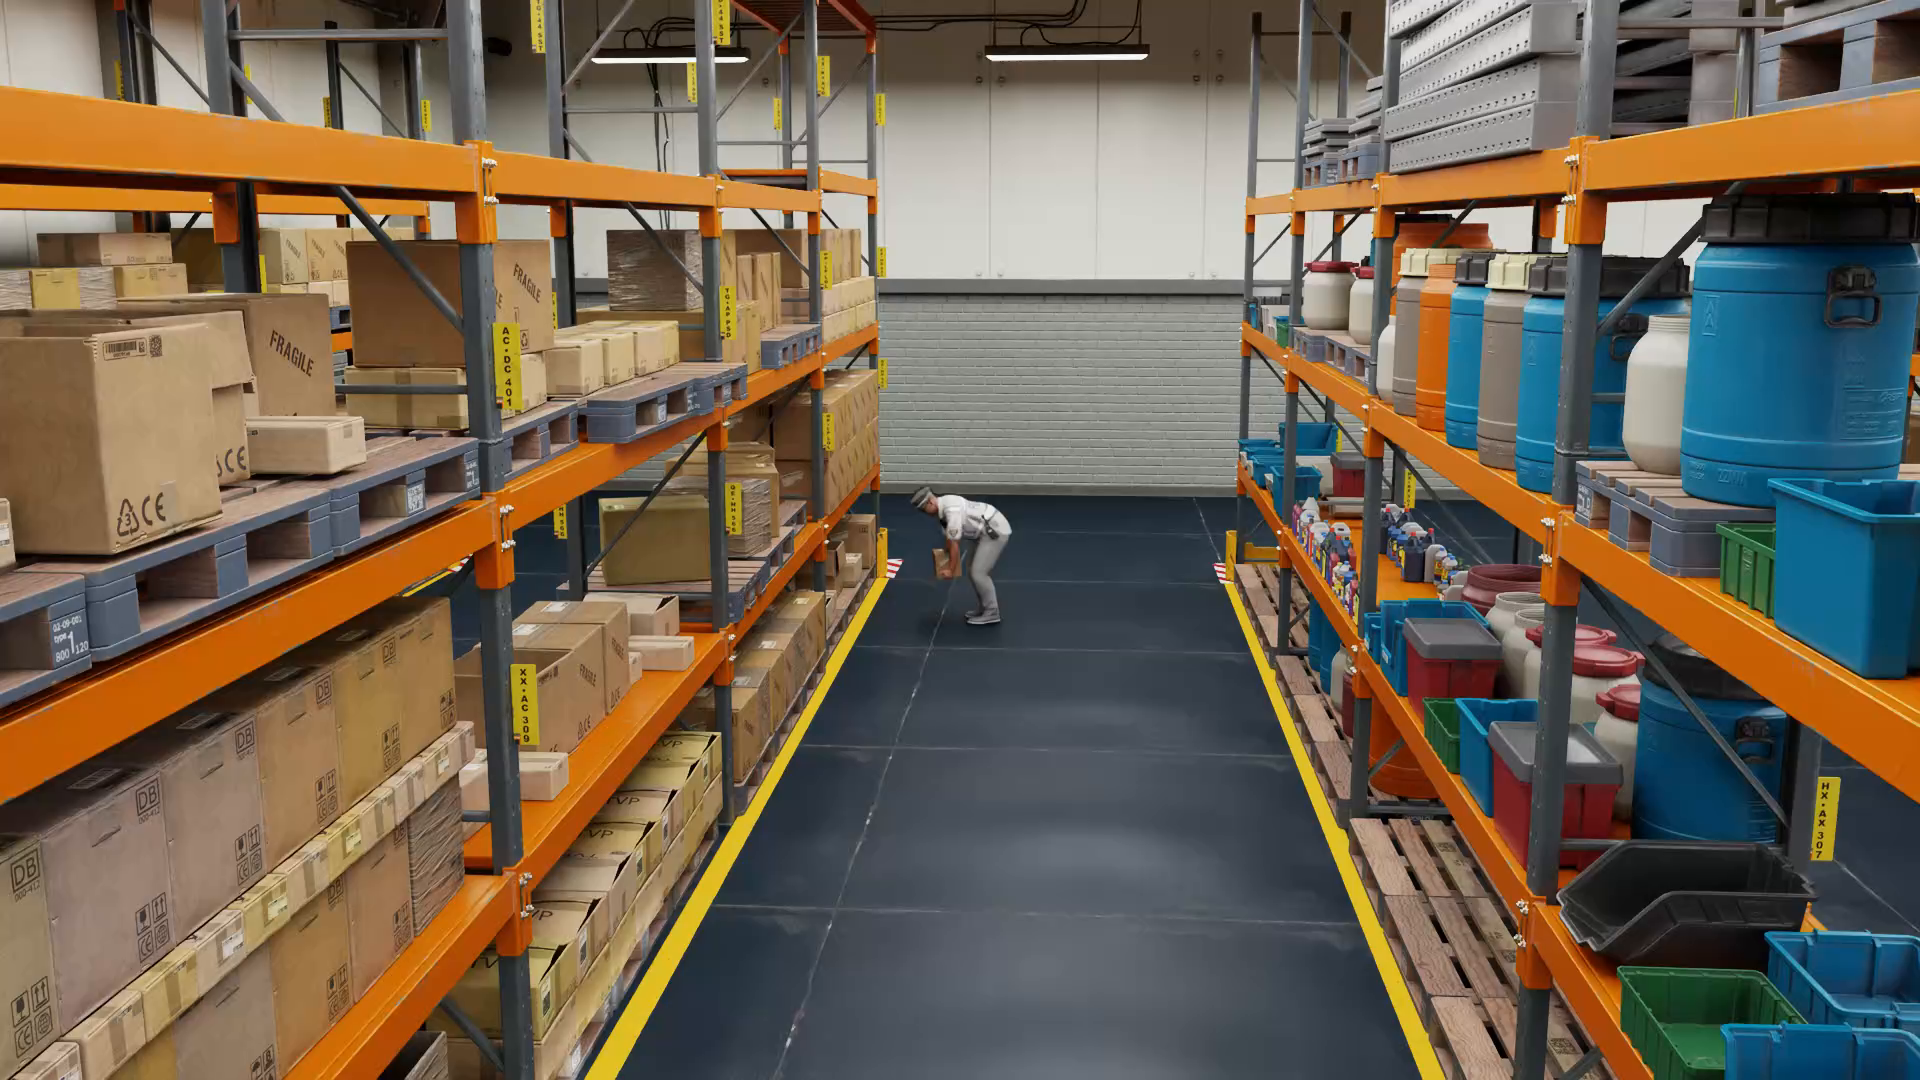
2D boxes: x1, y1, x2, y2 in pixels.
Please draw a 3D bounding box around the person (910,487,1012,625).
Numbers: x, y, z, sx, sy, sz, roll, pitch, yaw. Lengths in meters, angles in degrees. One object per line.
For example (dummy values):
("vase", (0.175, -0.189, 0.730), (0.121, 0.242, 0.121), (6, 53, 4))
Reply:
("person", (0.001, 0.139, 16.271), (0.995, 1.351, 0.476), (-1, 11, -7))
